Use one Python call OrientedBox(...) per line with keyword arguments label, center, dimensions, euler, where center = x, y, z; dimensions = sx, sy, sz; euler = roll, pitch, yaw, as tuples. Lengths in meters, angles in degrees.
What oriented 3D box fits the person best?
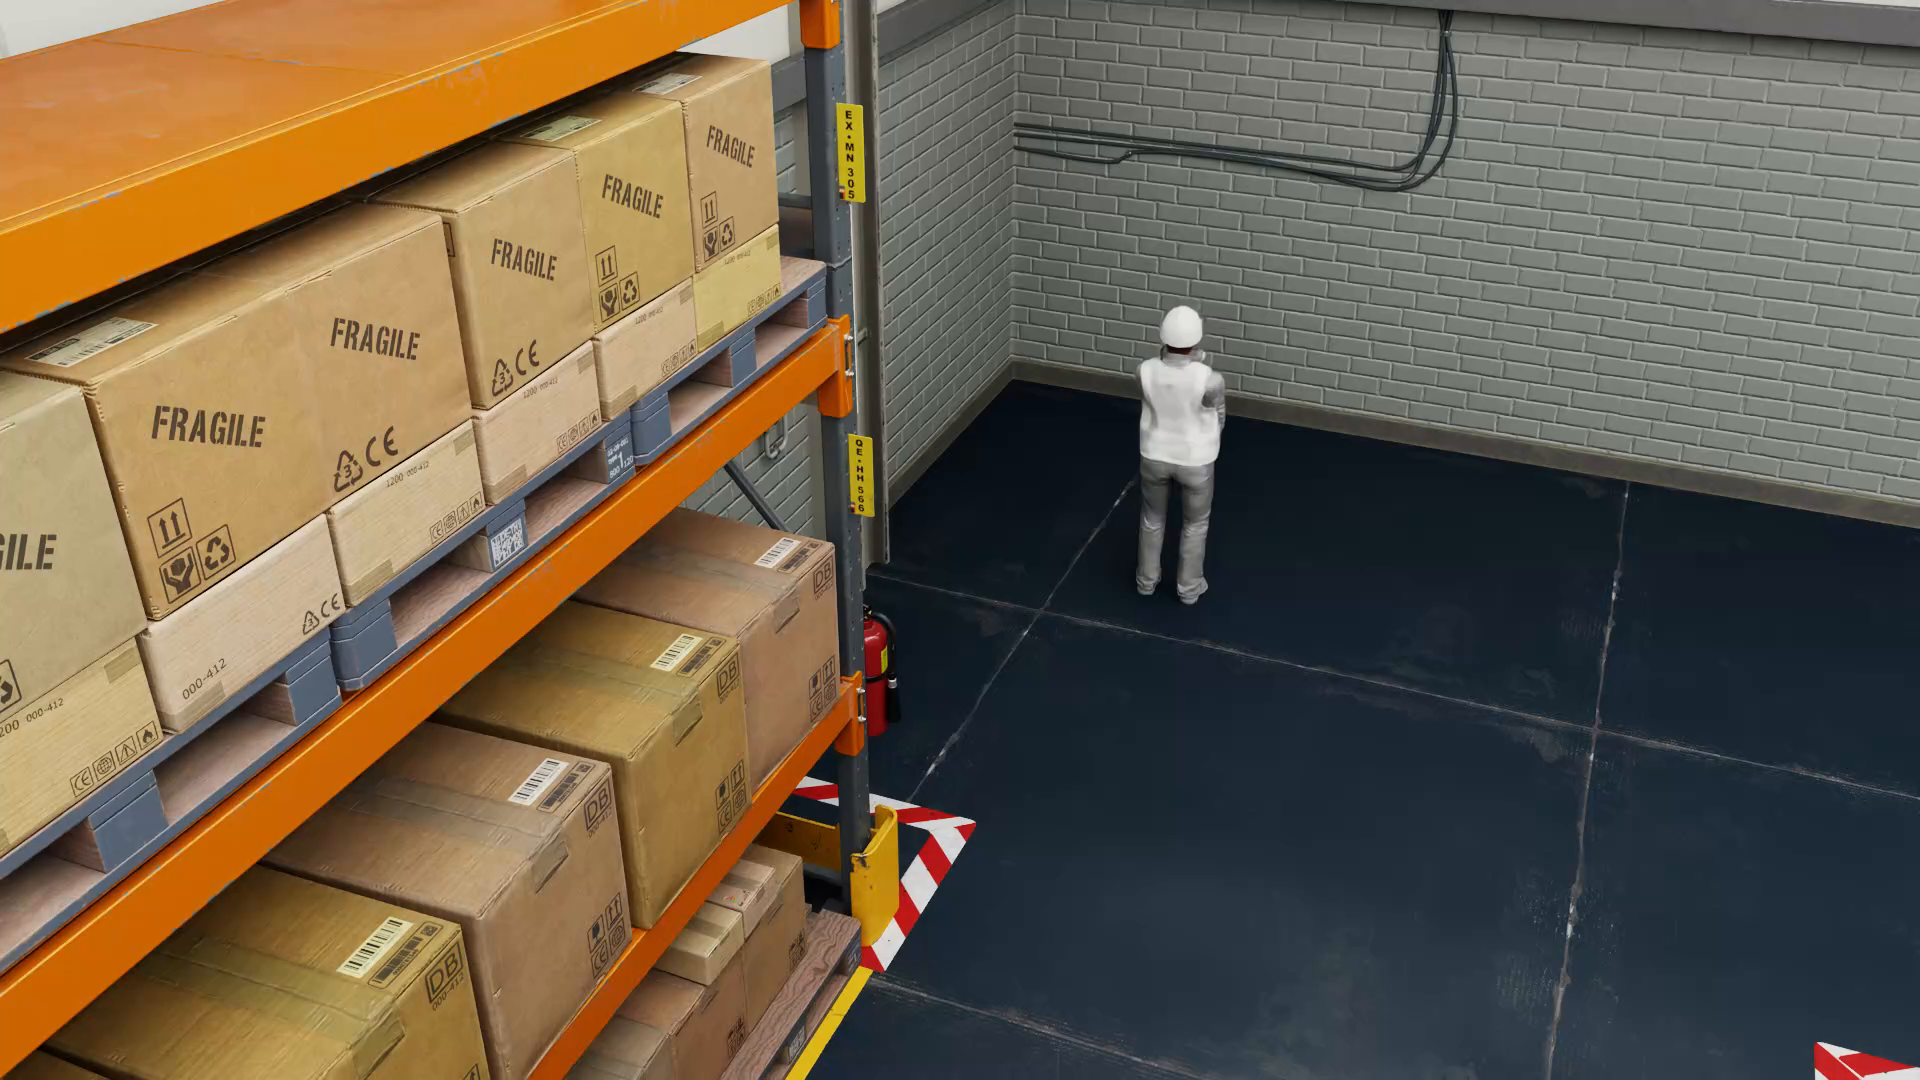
OrientedBox(label="person", center=(1.229, -0.515, 9.292), dimensions=(0.495, 1.768, 0.554), euler=(12, 31, 20))
